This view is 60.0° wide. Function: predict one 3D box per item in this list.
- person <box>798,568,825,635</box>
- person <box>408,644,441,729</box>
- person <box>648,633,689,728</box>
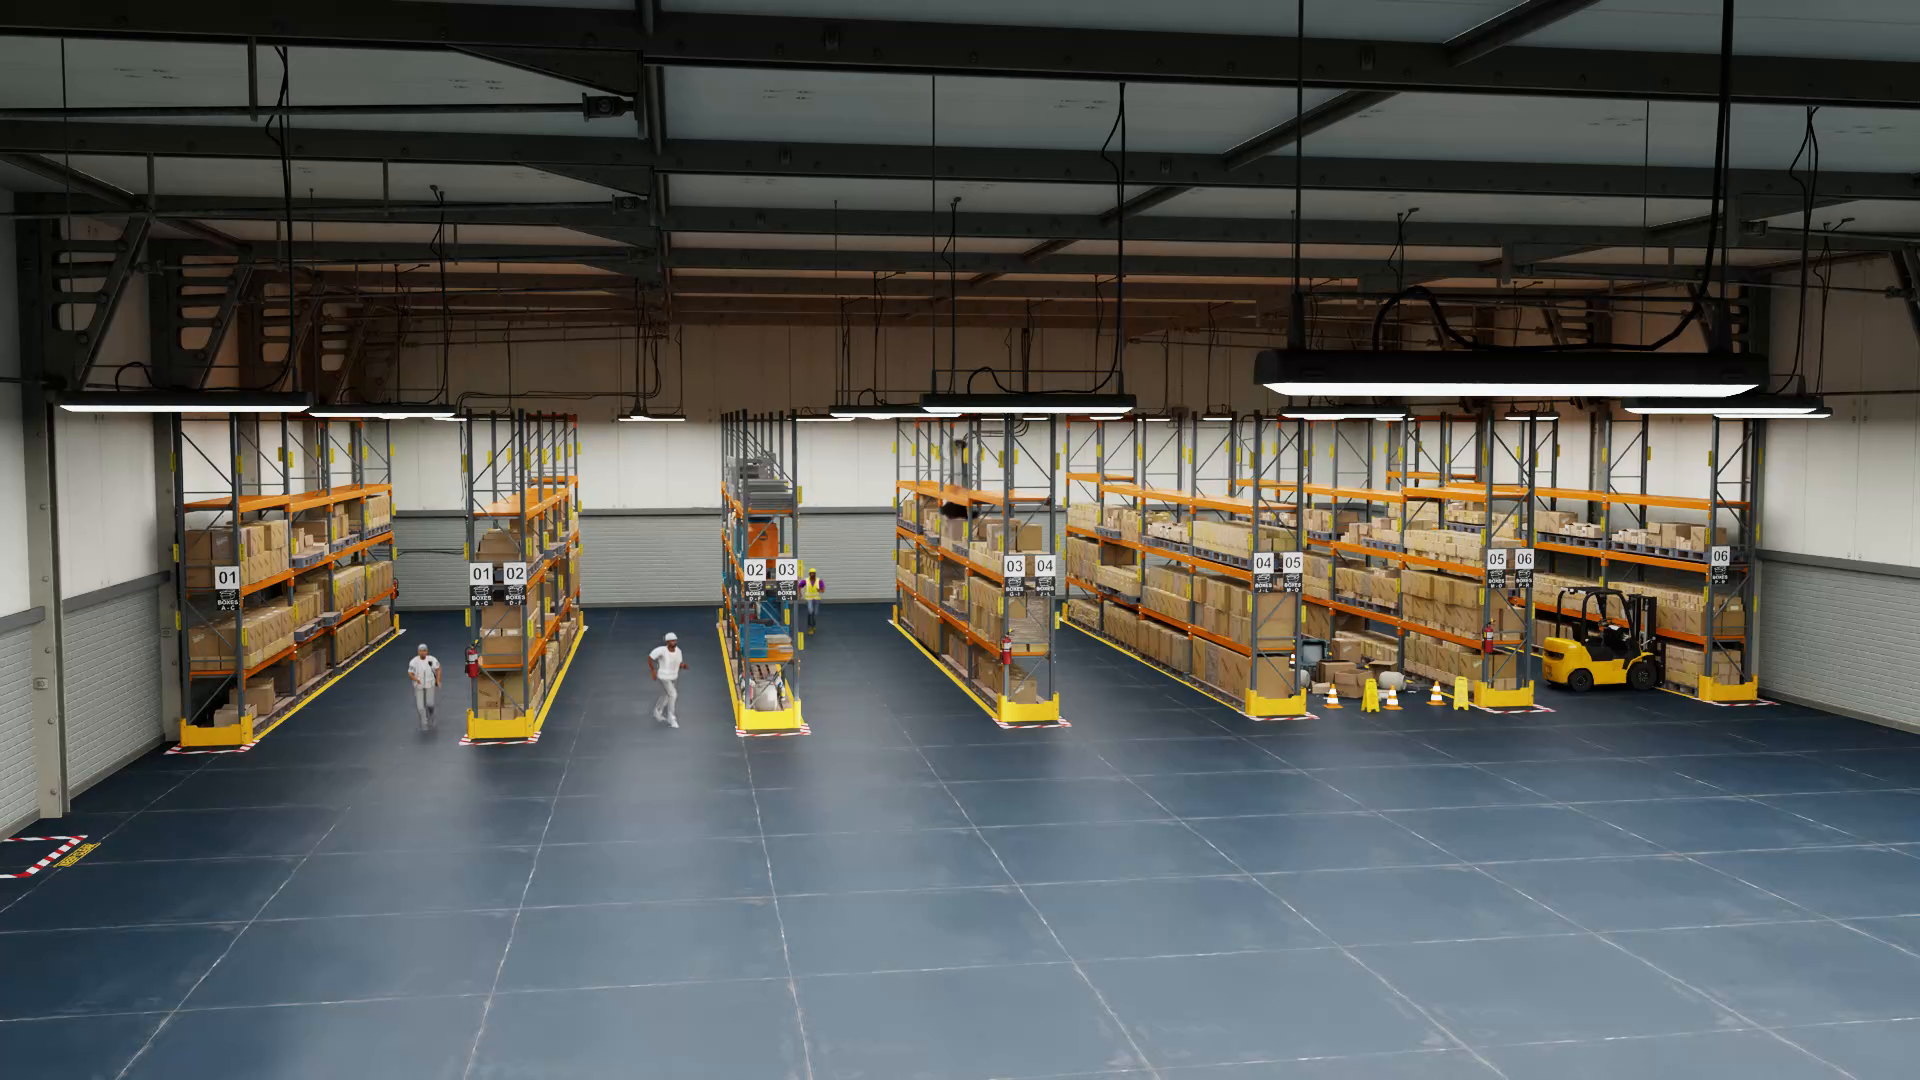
[{"bbox_3d":[-4.028,1.675,45.407,0.675,1.828,0.771,-1,4,-18],"label":"person"},{"bbox_3d":[-9.981,2.743,31.017,0.584,1.620,0.667,-1,4,-16],"label":"person"},{"bbox_3d":[-5.548,2.658,31.610,0.896,1.814,0.619,3,5,33],"label":"person"}]
